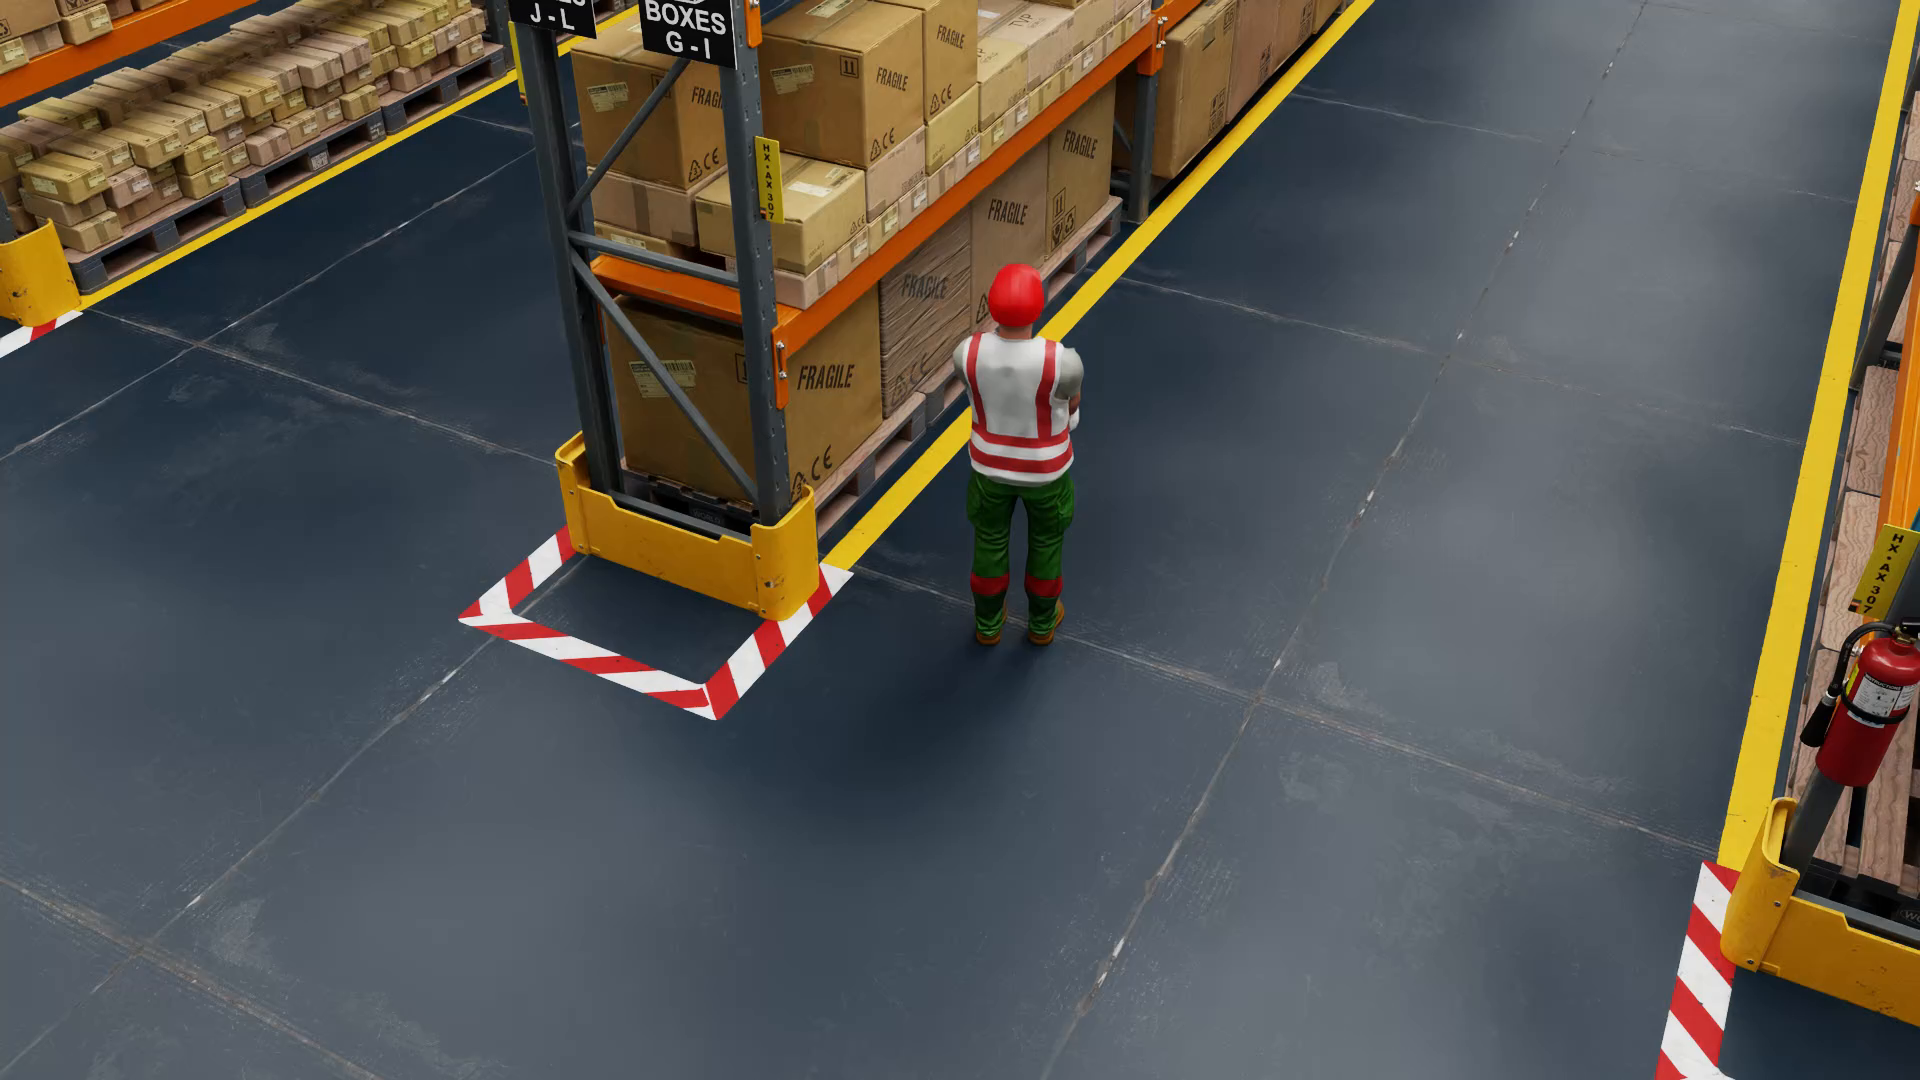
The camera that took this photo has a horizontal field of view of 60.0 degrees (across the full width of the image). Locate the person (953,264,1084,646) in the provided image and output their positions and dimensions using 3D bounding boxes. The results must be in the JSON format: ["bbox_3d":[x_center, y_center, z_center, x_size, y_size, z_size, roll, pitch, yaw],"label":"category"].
[{"bbox_3d":[0.247,-0.359,6.603,0.494,1.782,0.573,8,38,10],"label":"person"}]
